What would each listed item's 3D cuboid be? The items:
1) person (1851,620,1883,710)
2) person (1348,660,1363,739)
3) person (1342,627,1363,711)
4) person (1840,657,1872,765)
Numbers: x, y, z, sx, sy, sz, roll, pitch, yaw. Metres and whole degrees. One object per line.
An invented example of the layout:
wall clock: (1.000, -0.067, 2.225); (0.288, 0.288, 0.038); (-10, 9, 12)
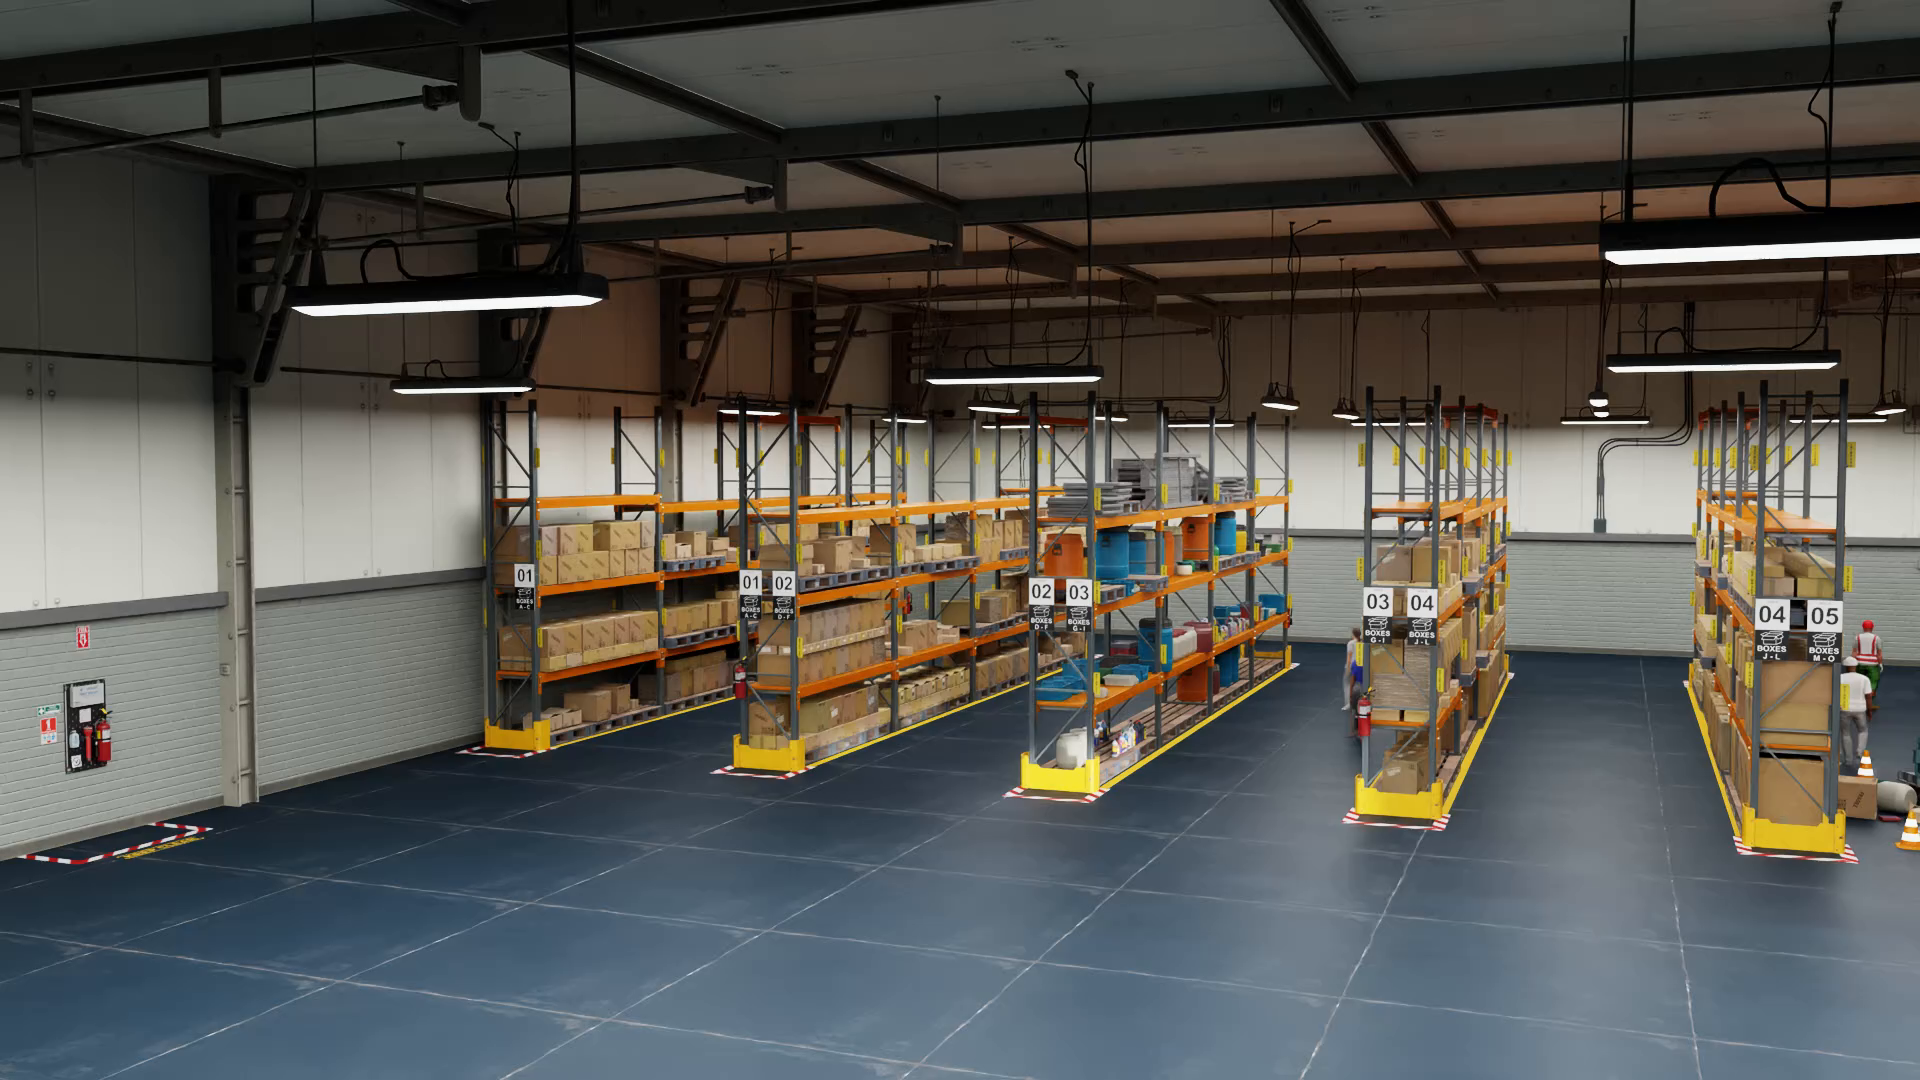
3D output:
person: (18.086, 2.487, 33.167); (0.567, 1.790, 0.770); (2, 3, 36)
person: (7.143, 2.753, 29.632); (0.451, 1.688, 0.595); (1, 3, 13)
person: (7.788, 2.568, 32.746); (0.453, 1.690, 0.543); (0, 3, 3)
person: (14.530, 2.788, 27.091); (0.598, 1.767, 0.529); (1, 3, 22)
